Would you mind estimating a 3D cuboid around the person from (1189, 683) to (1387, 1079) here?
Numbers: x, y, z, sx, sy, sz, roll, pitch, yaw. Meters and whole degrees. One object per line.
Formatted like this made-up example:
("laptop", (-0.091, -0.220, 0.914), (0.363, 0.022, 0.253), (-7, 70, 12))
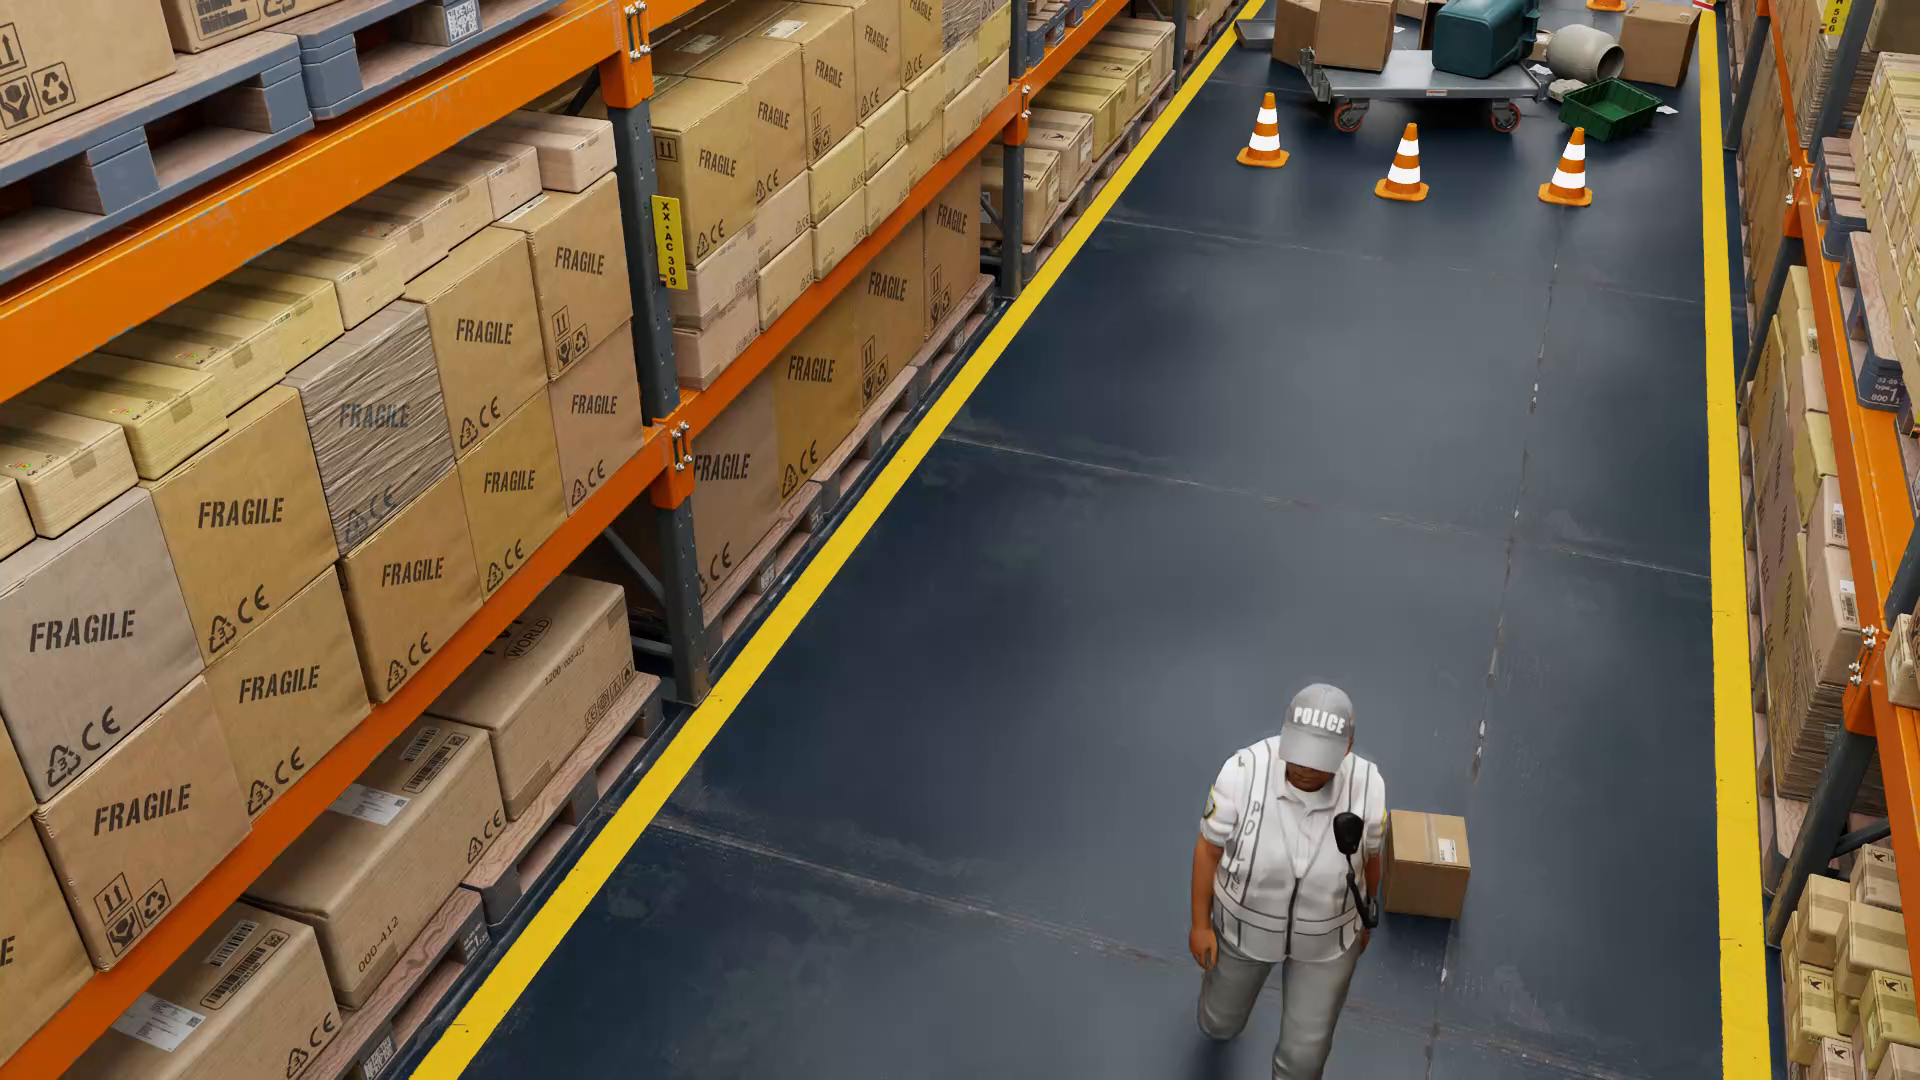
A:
("person", (0.893, 1.003, 4.612), (0.510, 1.627, 0.748), (5, 34, 8))
